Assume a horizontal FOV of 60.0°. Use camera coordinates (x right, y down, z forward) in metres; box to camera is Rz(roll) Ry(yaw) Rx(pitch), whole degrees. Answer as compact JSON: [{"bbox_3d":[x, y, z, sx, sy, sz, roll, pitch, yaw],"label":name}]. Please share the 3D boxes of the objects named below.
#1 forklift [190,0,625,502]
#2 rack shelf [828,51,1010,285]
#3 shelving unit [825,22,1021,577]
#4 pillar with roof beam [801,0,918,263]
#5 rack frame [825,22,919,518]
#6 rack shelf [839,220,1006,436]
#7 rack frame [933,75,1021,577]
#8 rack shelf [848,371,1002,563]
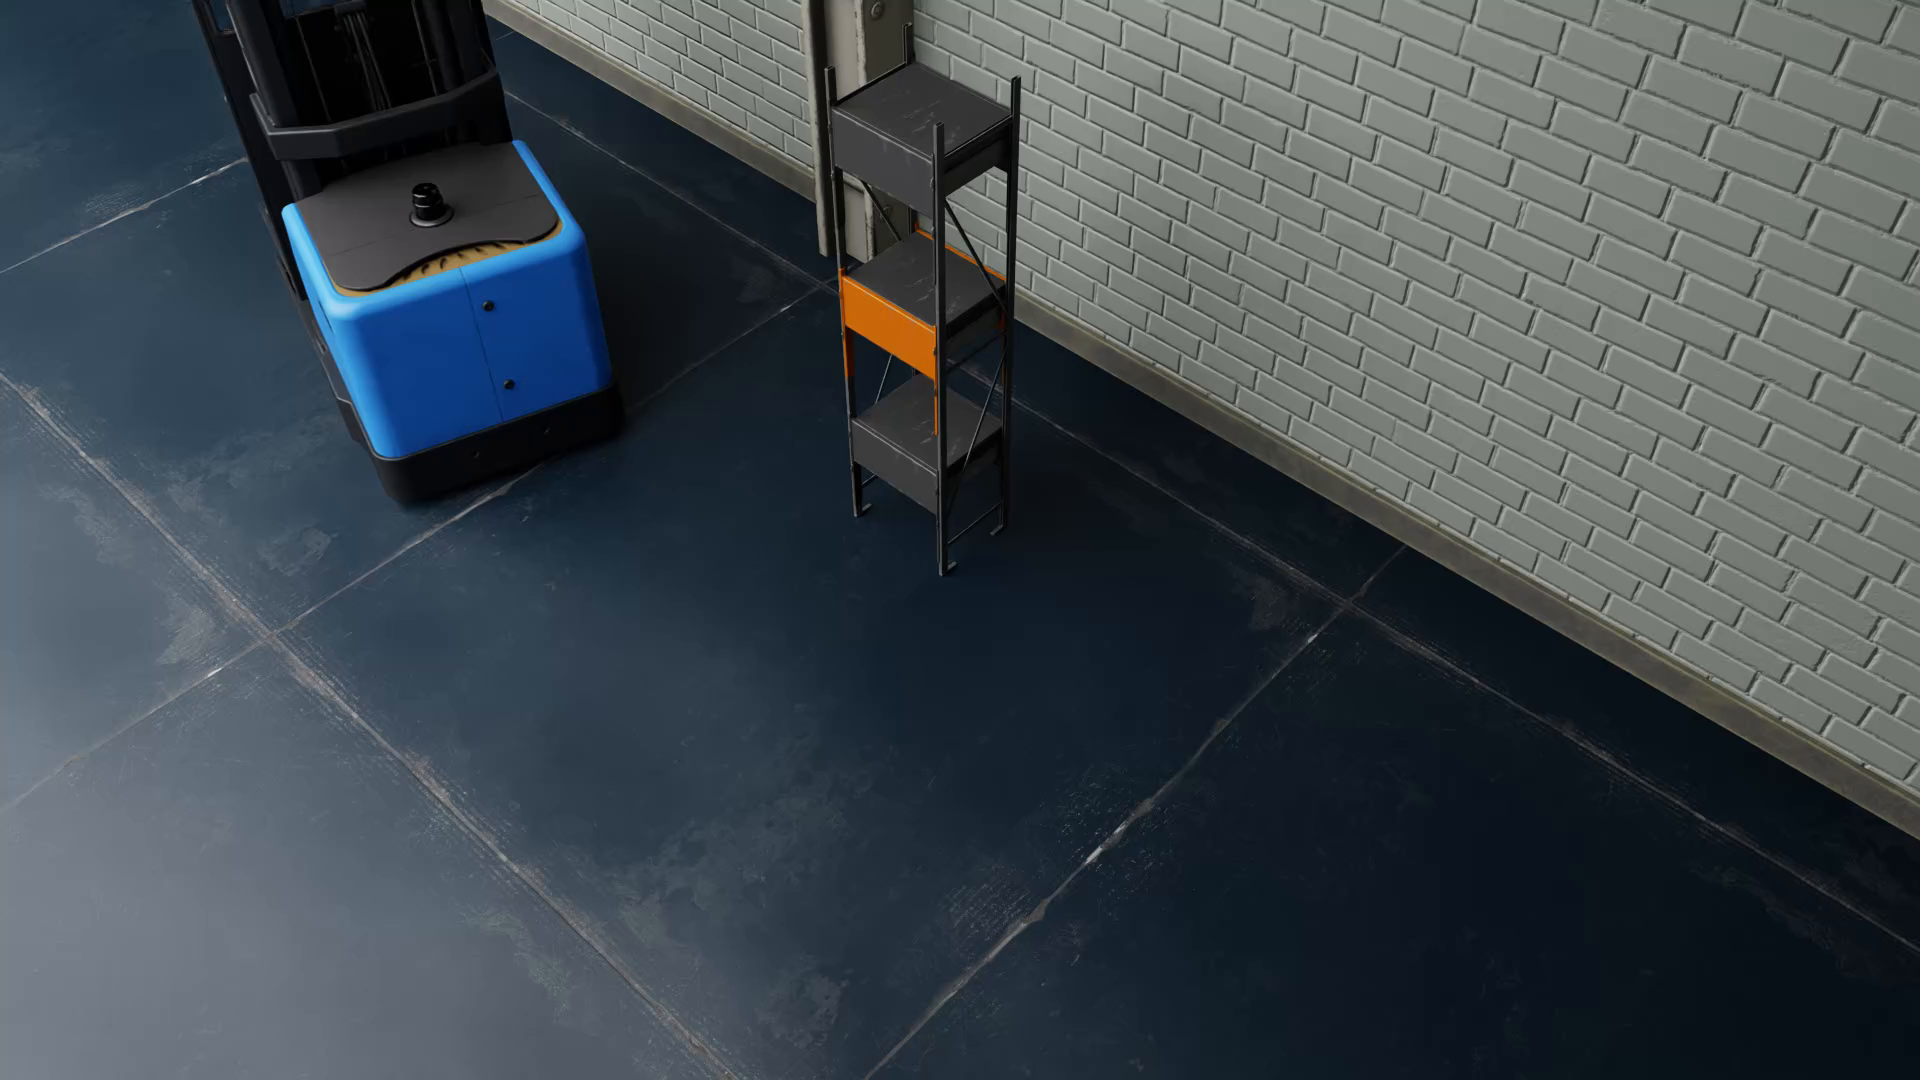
[{"bbox_3d":[-2.616,-2.235,6.947,1.130,2.935,3.031,-22,51,-19],"label":"forklift"},{"bbox_3d":[-0.122,-1.270,5.670,0.480,0.518,0.431,34,55,28],"label":"rack shelf"},{"bbox_3d":[-0.122,-0.801,6.170,0.503,2.100,0.431,34,55,28],"label":"shelving unit"},{"bbox_3d":[-3.365,-2.176,2.729,0.400,9.000,9.100,34,55,28],"label":"pillar with roof beam"},{"bbox_3d":[-0.301,-0.921,6.283,0.015,2.100,0.400,34,55,28],"label":"rack frame"},{"bbox_3d":[-0.122,-0.791,6.180,0.480,0.518,0.431,34,55,28],"label":"rack shelf"},{"bbox_3d":[0.058,-0.680,6.057,0.015,2.100,0.400,34,55,28],"label":"rack frame"},{"bbox_3d":[-0.122,-0.312,6.690,0.480,0.518,0.431,34,55,28],"label":"rack shelf"}]
